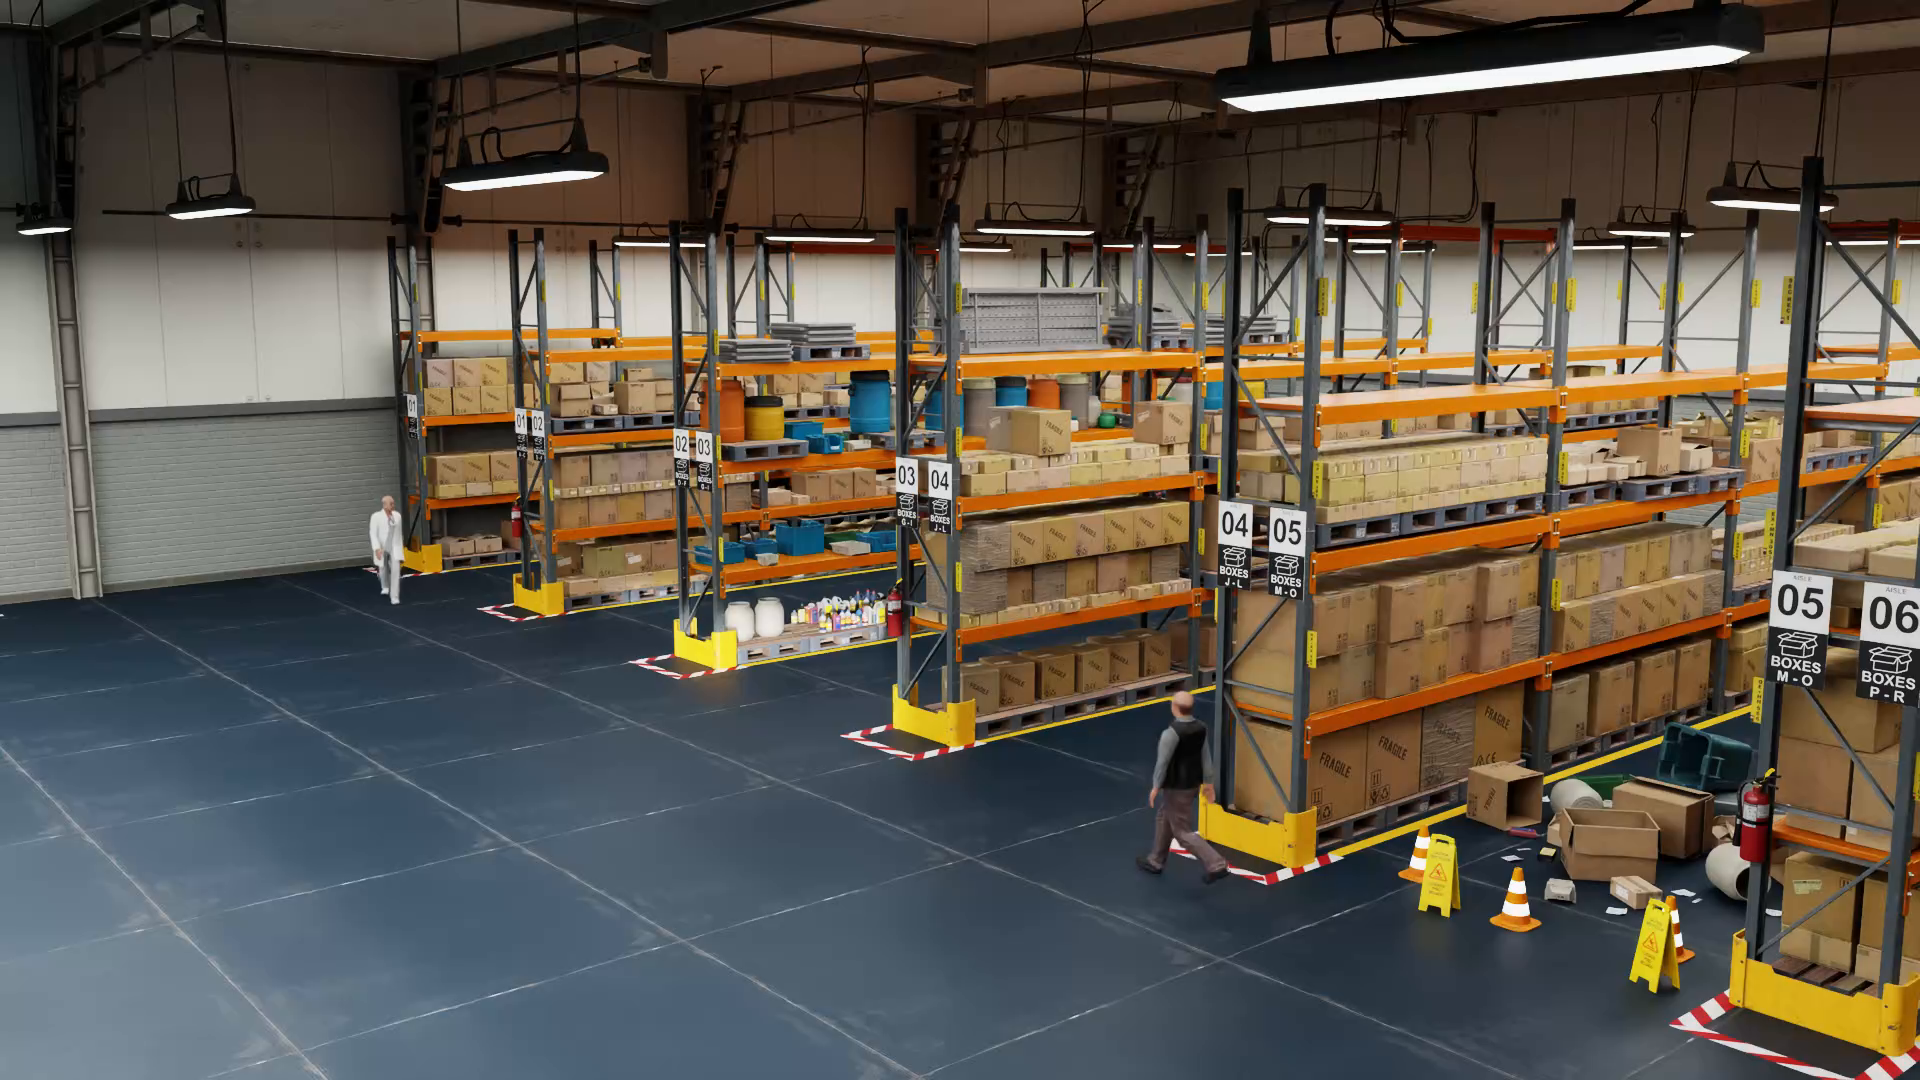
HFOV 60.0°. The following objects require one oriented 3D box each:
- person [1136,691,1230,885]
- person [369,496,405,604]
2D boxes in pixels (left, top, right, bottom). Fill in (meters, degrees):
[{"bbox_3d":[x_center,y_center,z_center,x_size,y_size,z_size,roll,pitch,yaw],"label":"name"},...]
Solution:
[{"bbox_3d":[1.909,2.144,14.367,0.981,1.697,0.509,5,10,28],"label":"person"},{"bbox_3d":[-9.345,0.143,27.170,0.528,1.737,1.061,-2,9,-15],"label":"person"}]
